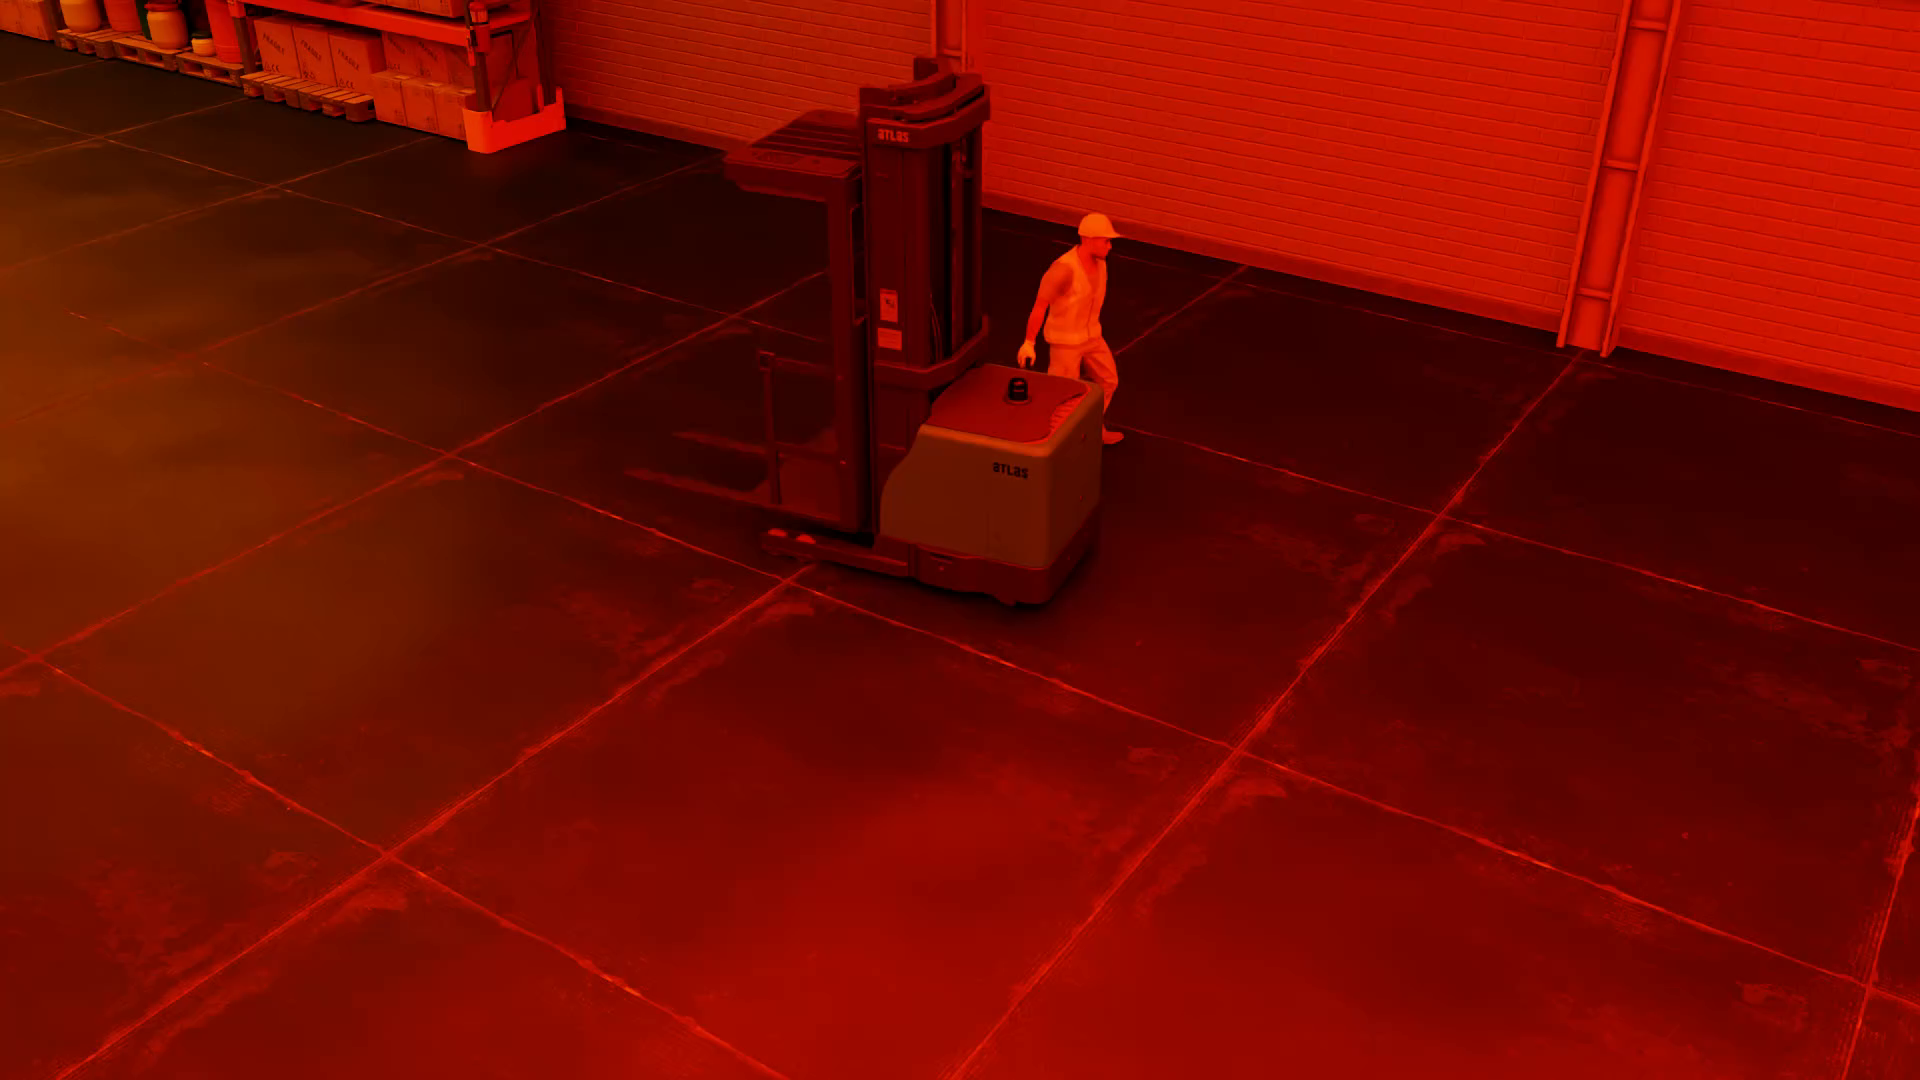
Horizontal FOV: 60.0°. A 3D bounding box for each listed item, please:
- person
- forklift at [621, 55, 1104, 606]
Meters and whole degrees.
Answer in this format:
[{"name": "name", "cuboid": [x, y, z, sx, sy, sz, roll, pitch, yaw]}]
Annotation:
[{"name": "person", "cuboid": [0.763, -1.325, 11.078, 0.869, 1.750, 0.459, -26, 39, -37]}, {"name": "forklift", "cuboid": [-0.685, -1.359, 9.921, 3.031, 2.935, 1.130, 12, 32, 20]}]
